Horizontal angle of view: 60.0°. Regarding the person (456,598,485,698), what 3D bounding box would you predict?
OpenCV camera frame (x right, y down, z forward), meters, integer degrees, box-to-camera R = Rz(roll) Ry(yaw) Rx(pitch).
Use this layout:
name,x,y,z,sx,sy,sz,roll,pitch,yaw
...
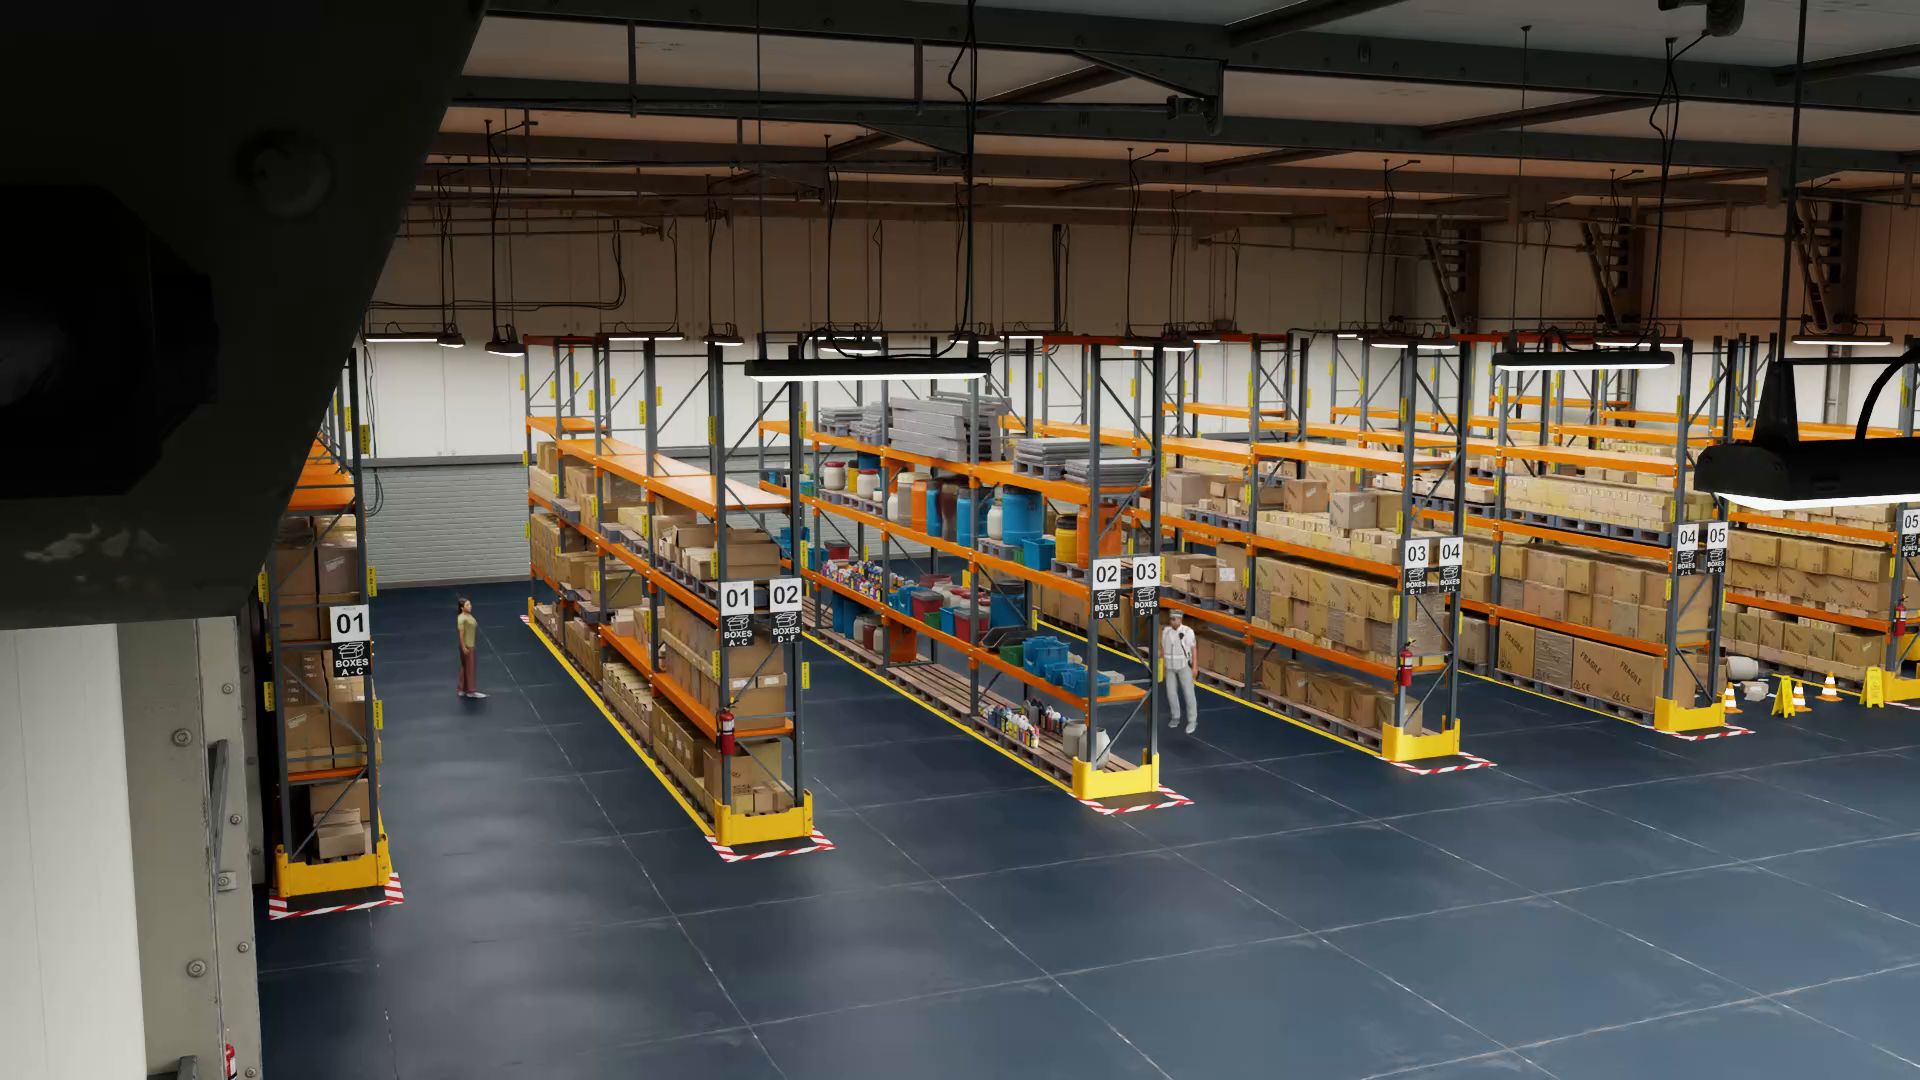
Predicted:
name,x,y,z,sx,sy,sz,roll,pitch,yaw
person,-8.245,1.800,27.950,0.451,1.679,0.463,-2,8,-16

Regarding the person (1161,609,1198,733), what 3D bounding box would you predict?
name,x,y,z,sx,sy,sz,roll,pitch,yaw
person,3.247,1.913,24.668,0.654,1.786,0.469,5,9,33
